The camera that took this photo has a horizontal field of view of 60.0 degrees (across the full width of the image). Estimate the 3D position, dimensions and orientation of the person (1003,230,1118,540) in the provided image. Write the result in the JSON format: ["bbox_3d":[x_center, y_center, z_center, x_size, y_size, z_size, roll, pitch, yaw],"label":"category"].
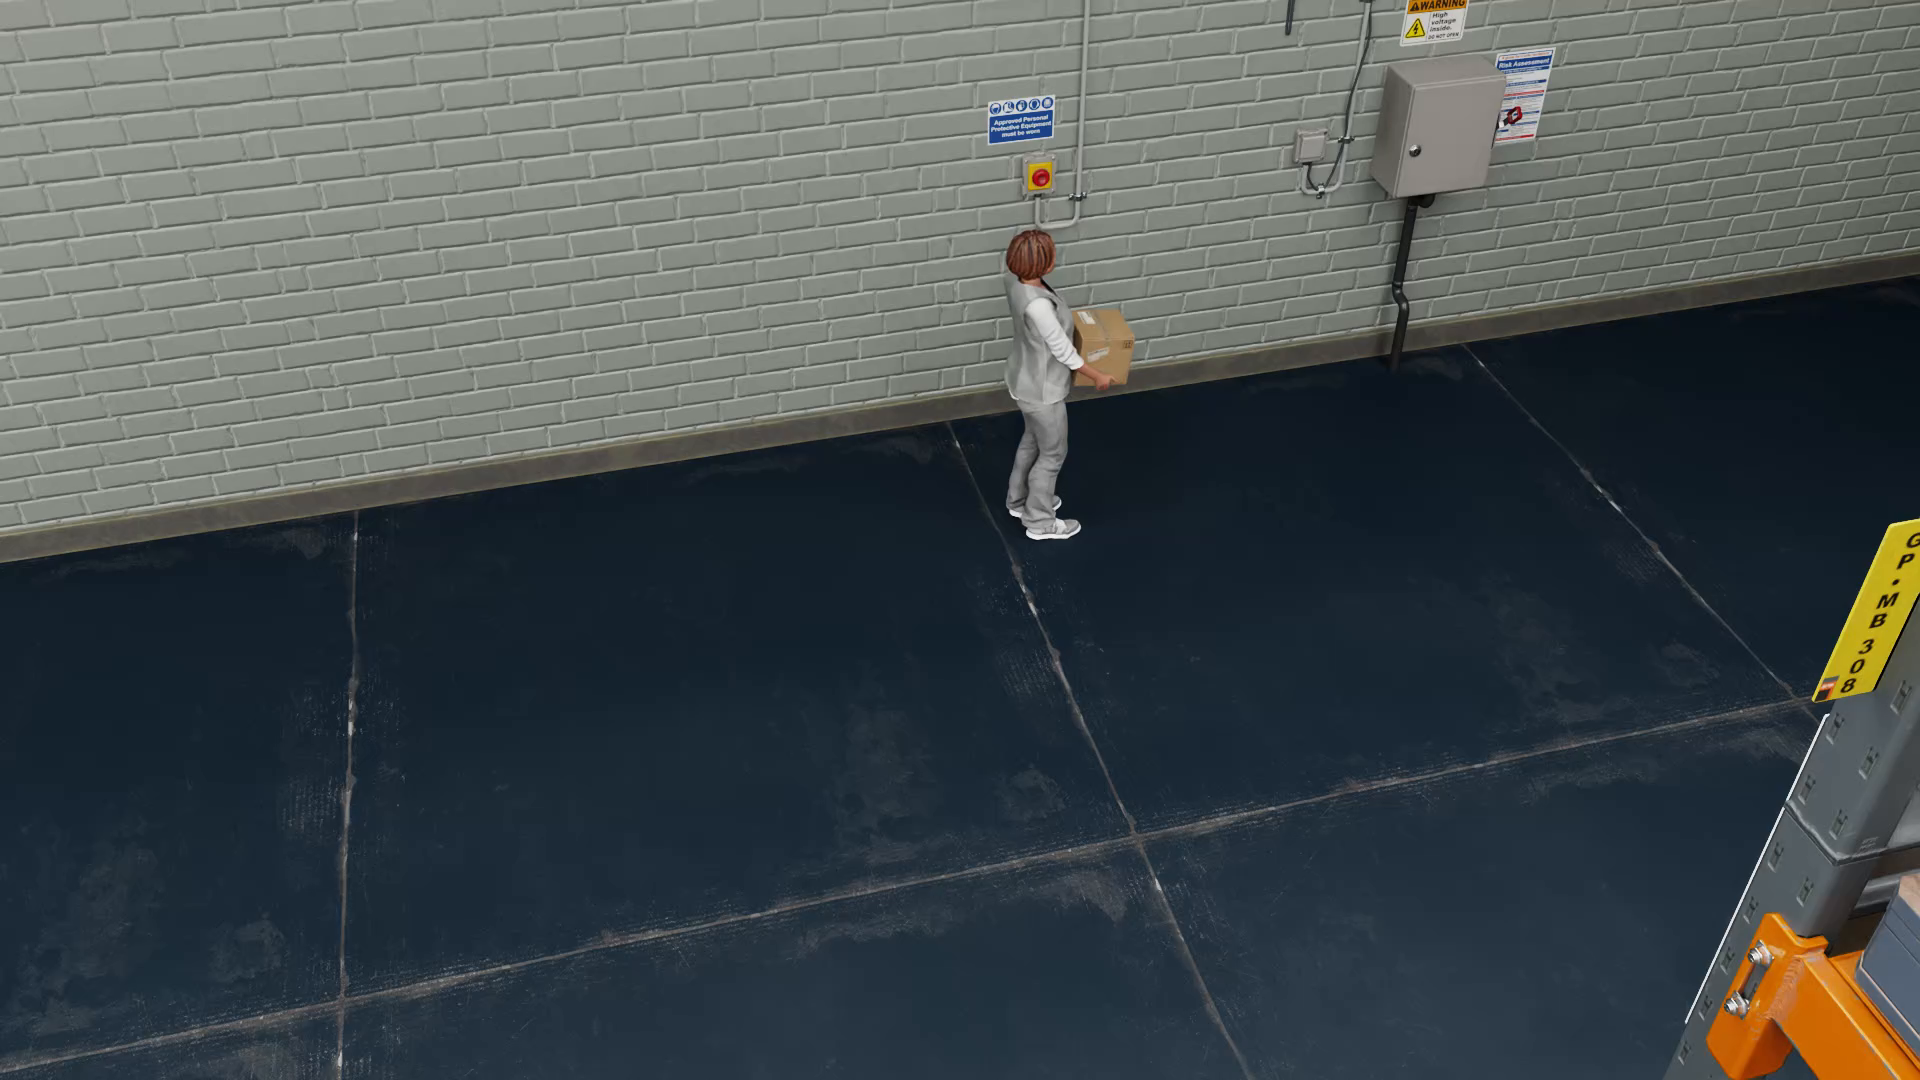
[{"bbox_3d":[0.443,-0.711,7.612,0.491,1.591,0.404,-9,40,-11],"label":"person"}]
